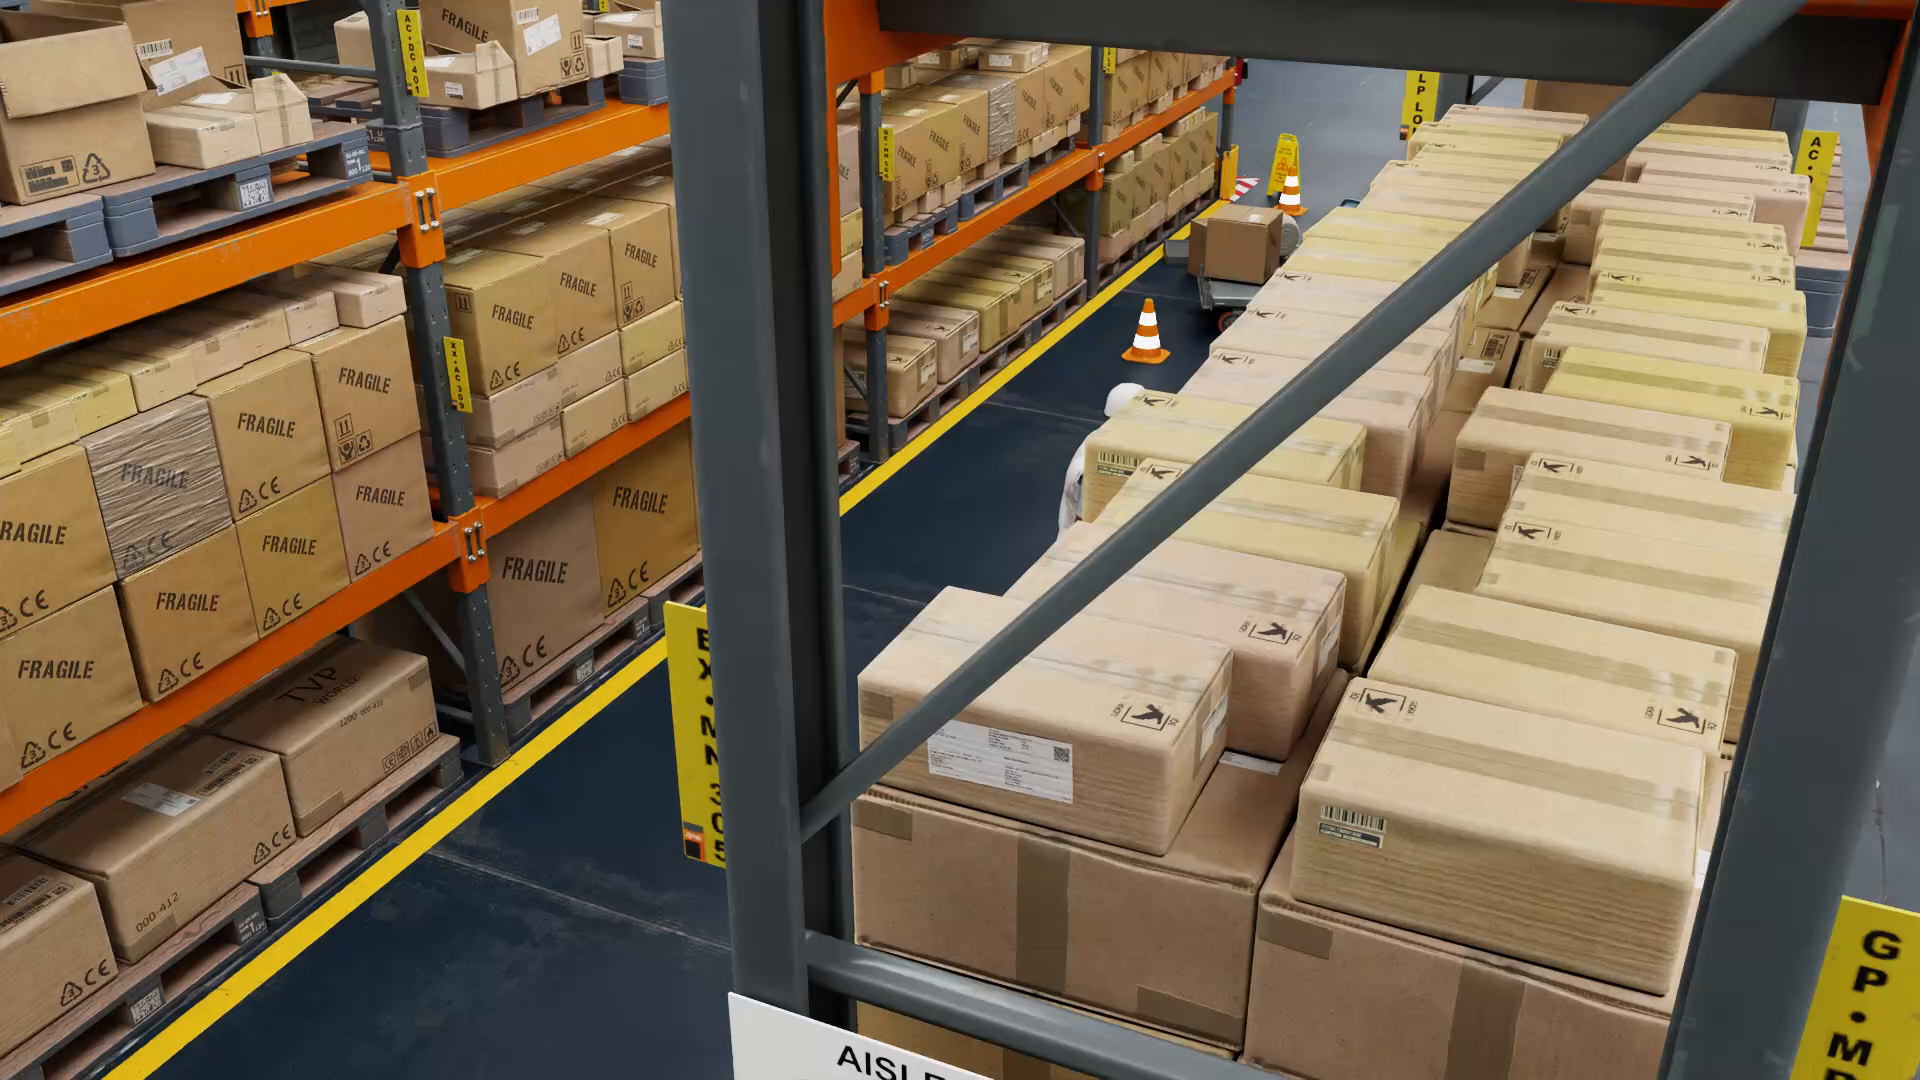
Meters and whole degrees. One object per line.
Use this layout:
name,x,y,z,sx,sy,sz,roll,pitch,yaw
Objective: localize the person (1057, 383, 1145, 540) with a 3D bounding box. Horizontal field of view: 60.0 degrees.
person,0.698,0.098,7.900,0.452,1.773,0.625,9,27,19
